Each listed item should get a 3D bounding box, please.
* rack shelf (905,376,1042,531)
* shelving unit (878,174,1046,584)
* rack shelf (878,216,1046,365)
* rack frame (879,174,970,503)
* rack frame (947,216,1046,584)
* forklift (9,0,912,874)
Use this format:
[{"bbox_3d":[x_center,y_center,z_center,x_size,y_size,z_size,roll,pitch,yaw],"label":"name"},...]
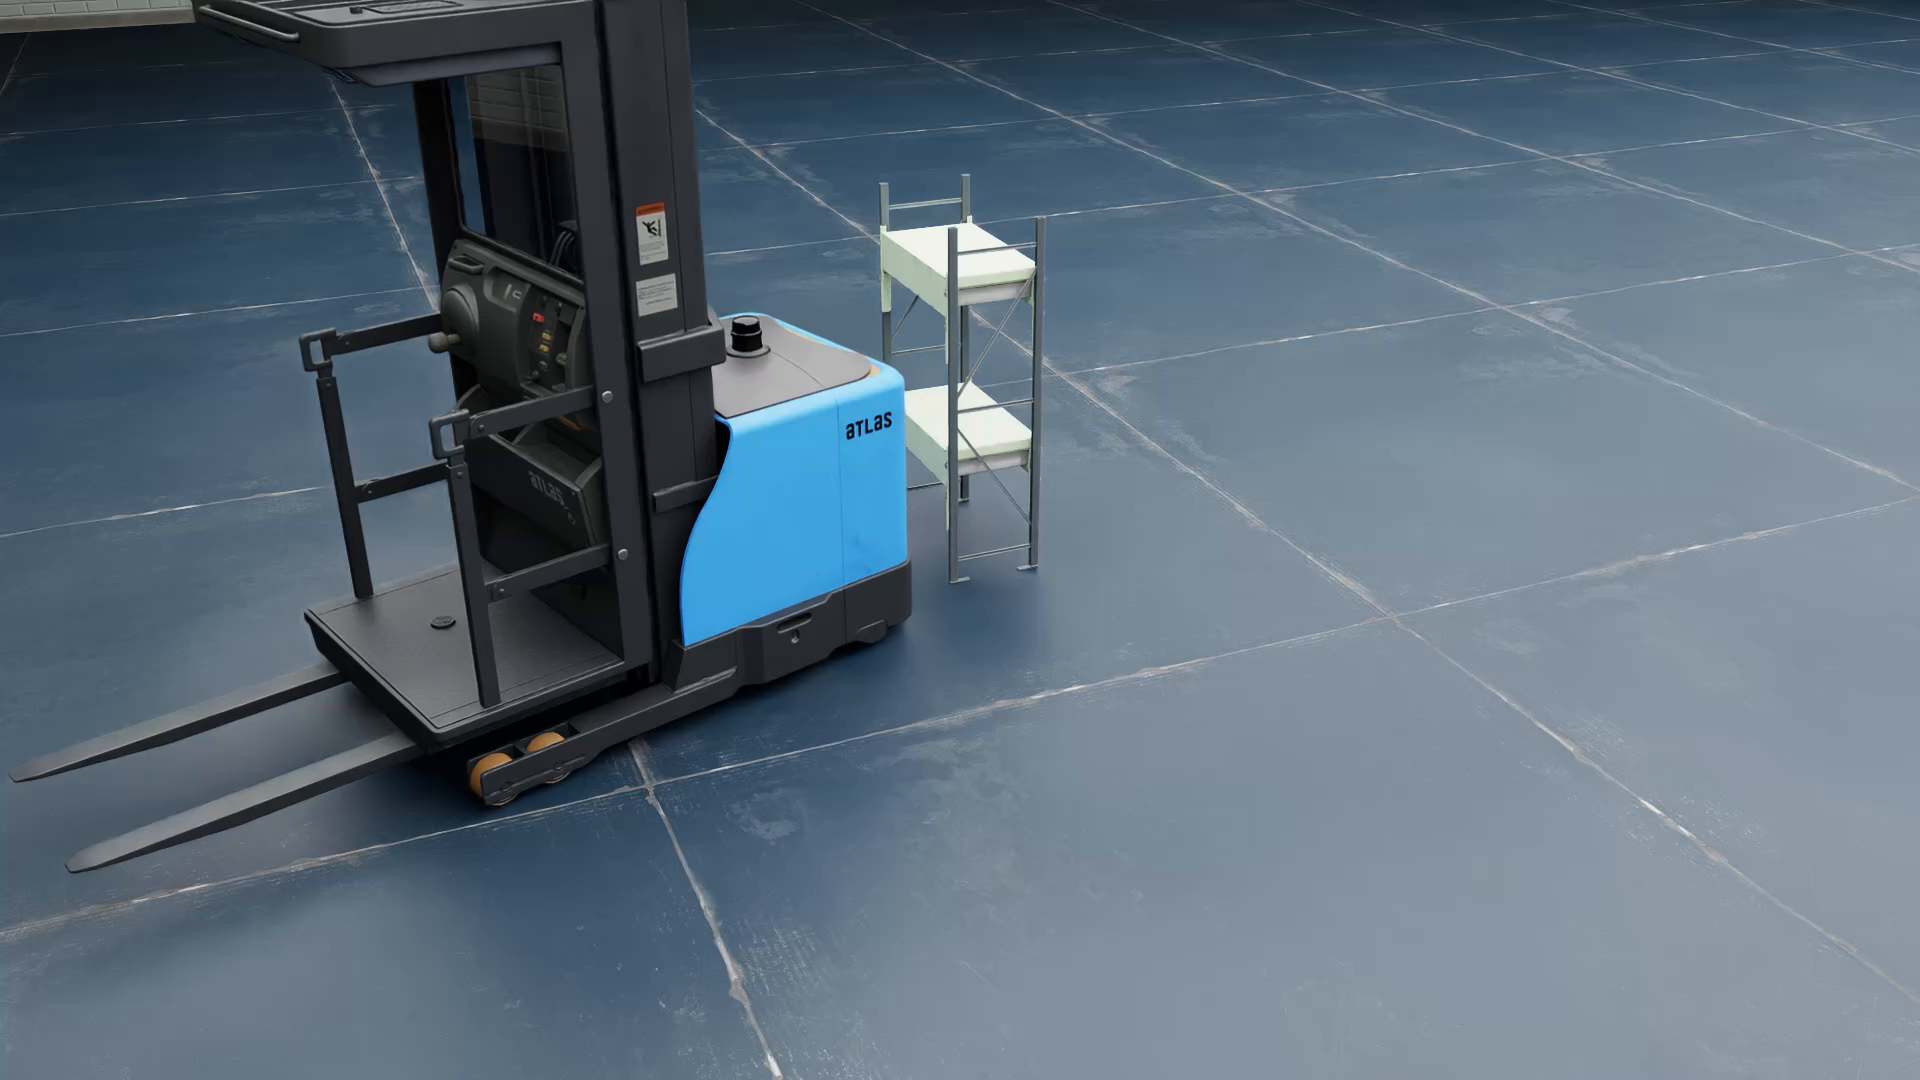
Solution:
[{"bbox_3d":[-0.003,-0.384,7.069,0.431,0.370,0.720,-11,28,-21],"label":"rack shelf"},{"bbox_3d":[-0.003,-0.677,6.926,0.431,1.500,0.755,-11,28,-21],"label":"shelving unit"},{"bbox_3d":[-0.003,-1.027,6.755,0.431,0.370,0.720,-11,28,-21],"label":"rack shelf"},{"bbox_3d":[-0.146,-0.824,7.229,0.400,1.500,0.023,-11,28,-21],"label":"rack frame"},{"bbox_3d":[0.141,-0.529,6.624,0.400,1.500,0.023,-11,28,-21],"label":"rack frame"},{"bbox_3d":[-1.633,-0.705,5.354,3.031,2.935,1.130,-21,33,-36],"label":"forklift"}]
